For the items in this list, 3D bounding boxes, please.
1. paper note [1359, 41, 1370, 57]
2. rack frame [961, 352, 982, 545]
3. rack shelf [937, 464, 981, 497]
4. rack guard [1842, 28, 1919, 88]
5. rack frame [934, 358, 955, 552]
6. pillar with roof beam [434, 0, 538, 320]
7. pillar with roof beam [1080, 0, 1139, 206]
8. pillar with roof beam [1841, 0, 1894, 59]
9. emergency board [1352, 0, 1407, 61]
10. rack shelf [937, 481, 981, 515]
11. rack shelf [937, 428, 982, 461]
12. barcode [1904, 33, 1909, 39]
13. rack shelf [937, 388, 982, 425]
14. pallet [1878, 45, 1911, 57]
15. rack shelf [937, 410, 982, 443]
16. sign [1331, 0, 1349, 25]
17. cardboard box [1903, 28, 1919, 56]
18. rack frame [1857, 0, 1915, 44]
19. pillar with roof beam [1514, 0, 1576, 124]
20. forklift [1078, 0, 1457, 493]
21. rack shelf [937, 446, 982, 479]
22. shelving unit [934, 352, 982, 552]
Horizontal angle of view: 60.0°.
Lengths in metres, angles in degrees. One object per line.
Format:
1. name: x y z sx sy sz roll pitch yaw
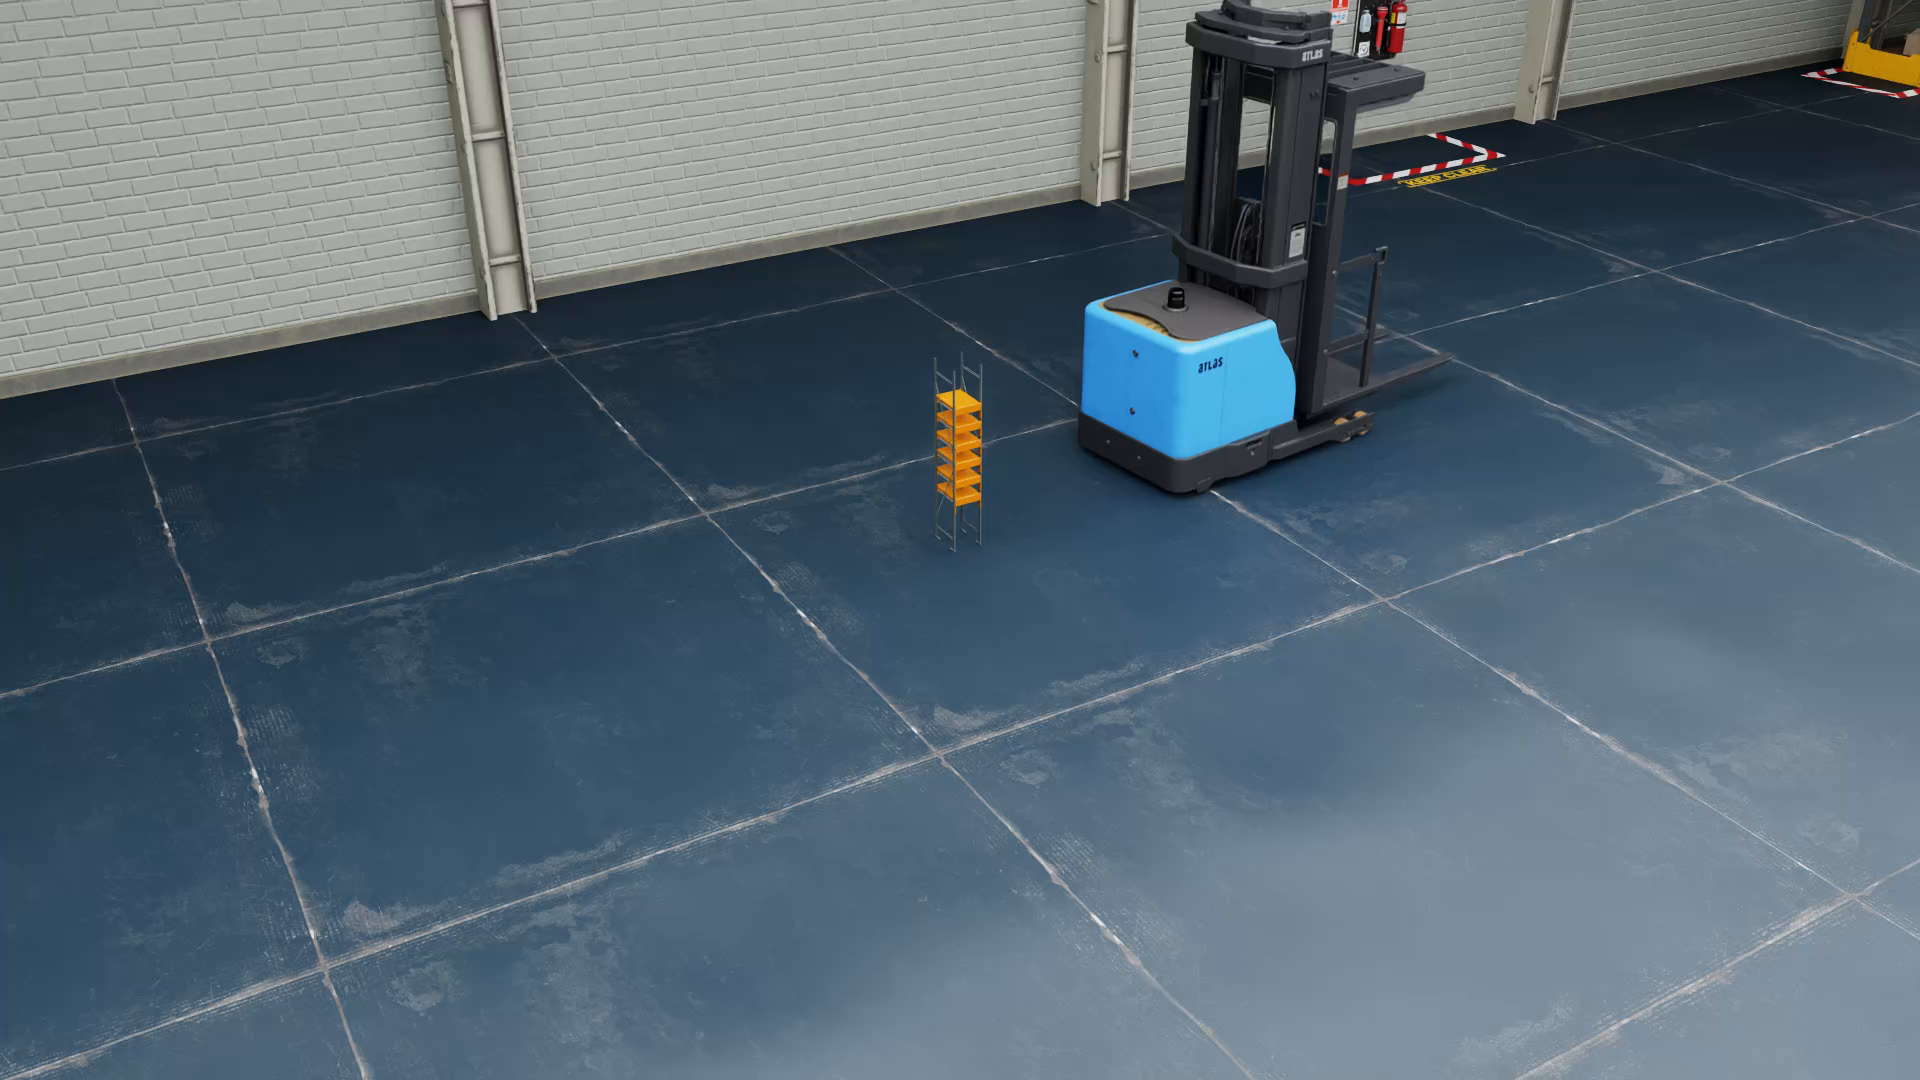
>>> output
1. paper note: 4.262 -5.169 17.523 0.142 0.148 0.016 -16 33 -26
2. rack frame: 0.066 -0.544 10.092 0.006 1.200 0.240 -16 33 -26
3. rack shelf: -0.012 -0.378 10.131 0.180 0.103 0.258 -16 33 -26
4. rack guard: 11.673 -6.020 20.739 0.348 0.500 1.175 -16 33 -26
5. rack frame: -0.091 -0.499 10.011 0.006 1.200 0.240 -16 33 -26
6. pillar with roof beam: -1.566 -4.055 8.382 0.400 9.000 9.100 -16 33 -26
7. pillar with roof beam: 3.607 -5.523 11.043 0.400 9.000 9.100 -16 33 -26
8. pillar with roof beam: 13.953 -8.461 16.366 0.400 9.000 9.100 -16 33 -26
9. emergency board: 4.450 -5.570 17.336 0.643 1.169 0.194 -16 33 -26
10. rack shelf: -0.012 -0.273 10.189 0.180 0.103 0.258 -16 33 -26
11. rack shelf: -0.012 -0.588 10.015 0.180 0.103 0.258 -16 33 -26
12. barcode: 12.062 -6.418 21.192 0.075 0.075 0.001 -16 33 -26
13. rack shelf: -0.012 -0.798 9.899 0.180 0.103 0.258 -16 33 -26
14. pallet: 12.391 -6.078 21.143 1.213 0.211 1.003 -16 33 -26
15. rack shelf: -0.012 -0.693 9.957 0.180 0.103 0.258 -16 33 -26
16. sign: 3.921 -5.493 17.160 0.234 0.329 0.001 -16 33 -26
17. cardboard box: 12.249 -6.243 20.884 0.500 0.311 0.500 -20 35 -32
18. rack frame: 11.607 -7.096 20.101 0.127 3.000 1.000 -16 33 -26
19. pillar with roof beam: 8.780 -6.992 13.704 0.400 9.000 9.100 -16 33 -26
20. forklift: 2.290 -2.148 11.206 3.031 2.935 1.130 -20 35 -32
21. rack shelf: -0.012 -0.483 10.073 0.180 0.103 0.258 -16 33 -26
22. shelving unit: -0.012 -0.522 10.052 0.189 1.200 0.258 -16 33 -26
